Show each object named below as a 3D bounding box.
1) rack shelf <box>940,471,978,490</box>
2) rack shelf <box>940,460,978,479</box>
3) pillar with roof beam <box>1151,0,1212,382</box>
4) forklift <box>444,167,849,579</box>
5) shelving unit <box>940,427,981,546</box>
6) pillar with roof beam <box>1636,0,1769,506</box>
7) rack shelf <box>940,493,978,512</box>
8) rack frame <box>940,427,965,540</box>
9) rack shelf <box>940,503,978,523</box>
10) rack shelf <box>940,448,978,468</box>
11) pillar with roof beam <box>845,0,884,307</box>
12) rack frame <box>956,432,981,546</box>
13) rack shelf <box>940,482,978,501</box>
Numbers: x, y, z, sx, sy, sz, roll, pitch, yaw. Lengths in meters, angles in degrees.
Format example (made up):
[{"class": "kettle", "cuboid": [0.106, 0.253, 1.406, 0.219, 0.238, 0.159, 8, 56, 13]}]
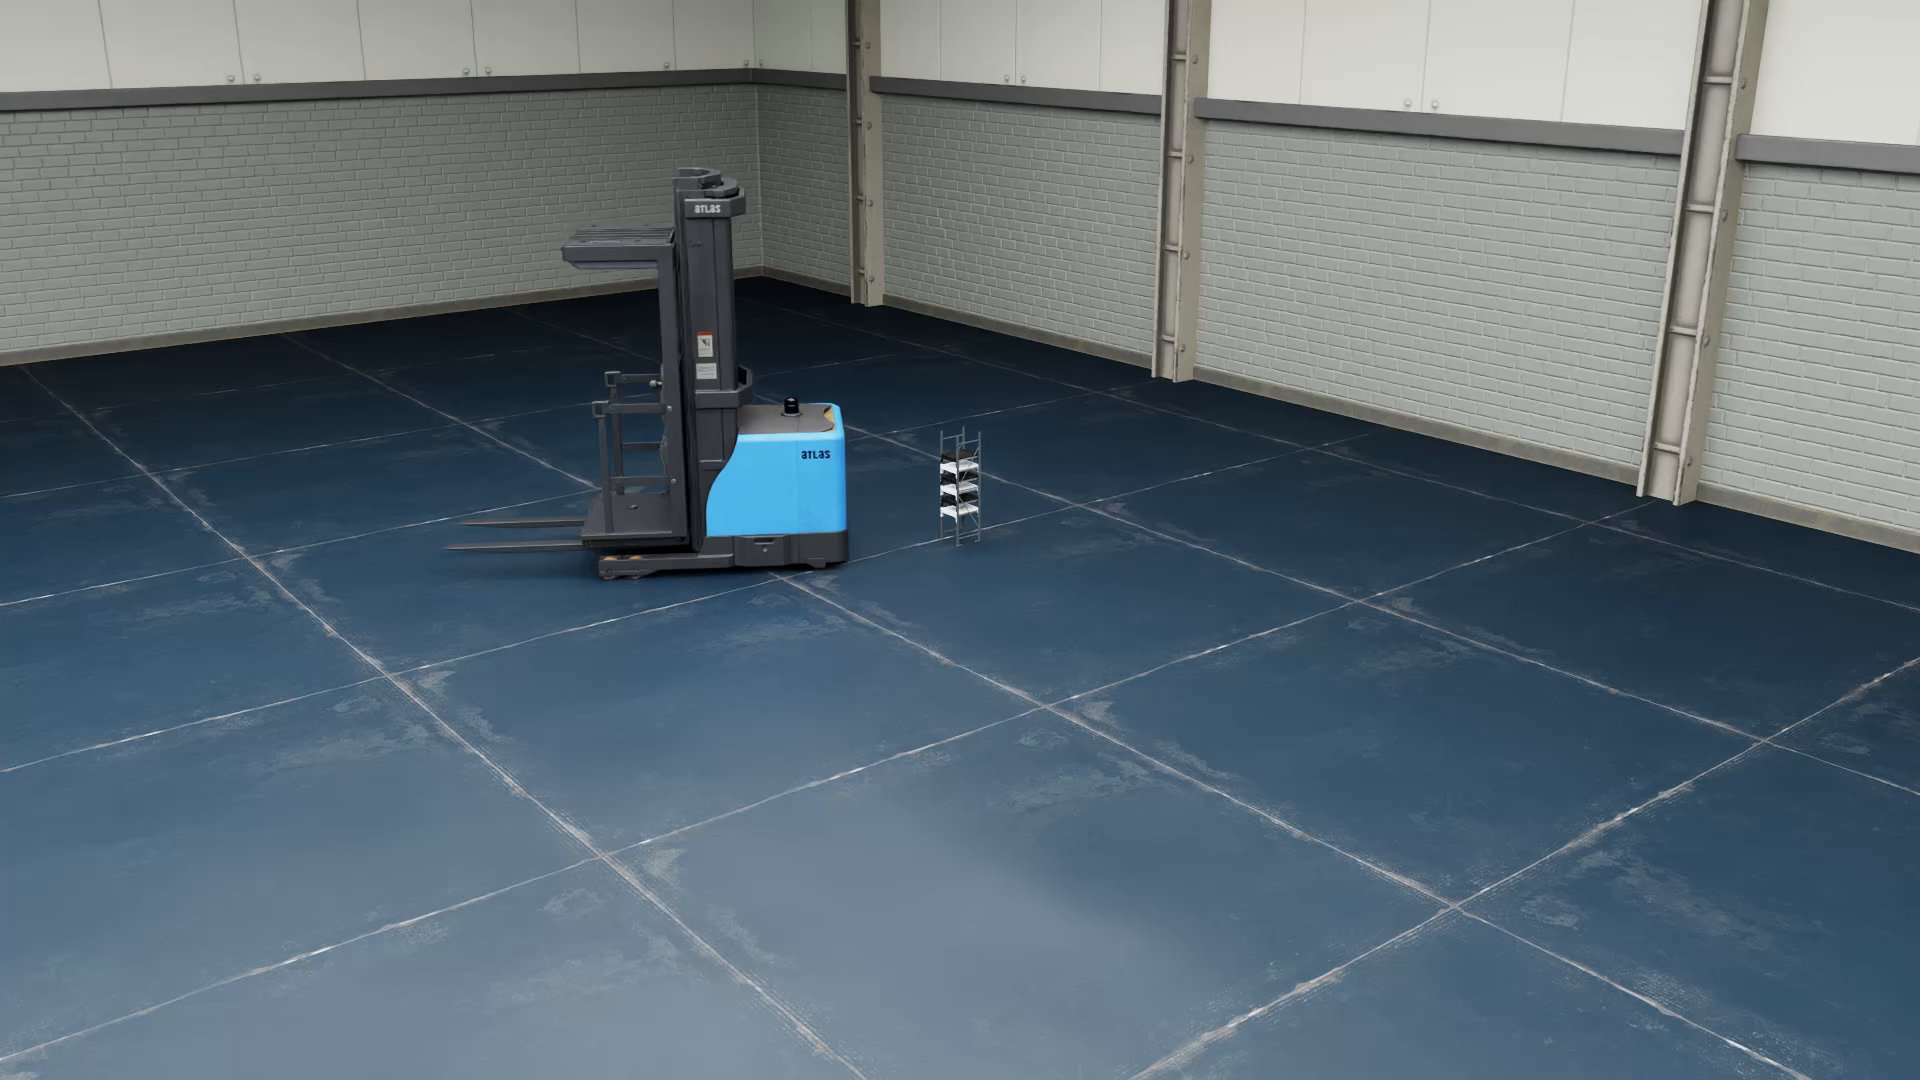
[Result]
[{"class": "rack shelf", "cuboid": [0.005, -0.479, 13.197, 0.258, 0.077, 0.200, -14, 23, -36]}, {"class": "rack shelf", "cuboid": [0.005, -0.564, 13.169, 0.258, 0.077, 0.200, -14, 23, -36]}, {"class": "pillar with roof beam", "cuboid": [-0.947, -5.283, 15.000, 9.100, 9.000, 0.400, -14, 23, -36]}, {"class": "forklift", "cuboid": [-2.400, -1.270, 12.537, 3.031, 2.935, 1.130, -2, 18, -6]}, {"class": "shelving unit", "cuboid": [0.005, -0.425, 13.215, 0.258, 0.900, 0.210, -14, 23, -36]}, {"class": "pillar with roof beam", "cuboid": [2.778, -3.804, 10.536, 9.100, 9.000, 0.400, -14, 23, -36]}, {"class": "rack shelf", "cuboid": [0.005, -0.308, 13.254, 0.258, 0.077, 0.200, -14, 23, -36]}, {"class": "rack frame", "cuboid": [-0.058, -0.450, 13.291, 0.240, 0.900, 0.006, -14, 23, -36]}, {"class": "rack shelf", "cuboid": [0.005, -0.223, 13.282, 0.258, 0.077, 0.200, -14, 23, -36]}, {"class": "rack shelf", "cuboid": [0.005, -0.650, 13.141, 0.258, 0.077, 0.200, -14, 23, -36]}, {"class": "pillar with roof beam", "cuboid": [-4.672, -6.761, 19.465, 9.100, 9.000, 0.400, -14, 23, -36]}, {"class": "rack frame", "cuboid": [0.068, -0.400, 13.139, 0.240, 0.900, 0.006, -14, 23, -36]}, {"class": "rack shelf", "cuboid": [0.005, -0.394, 13.225, 0.258, 0.077, 0.200, -14, 23, -36]}]
